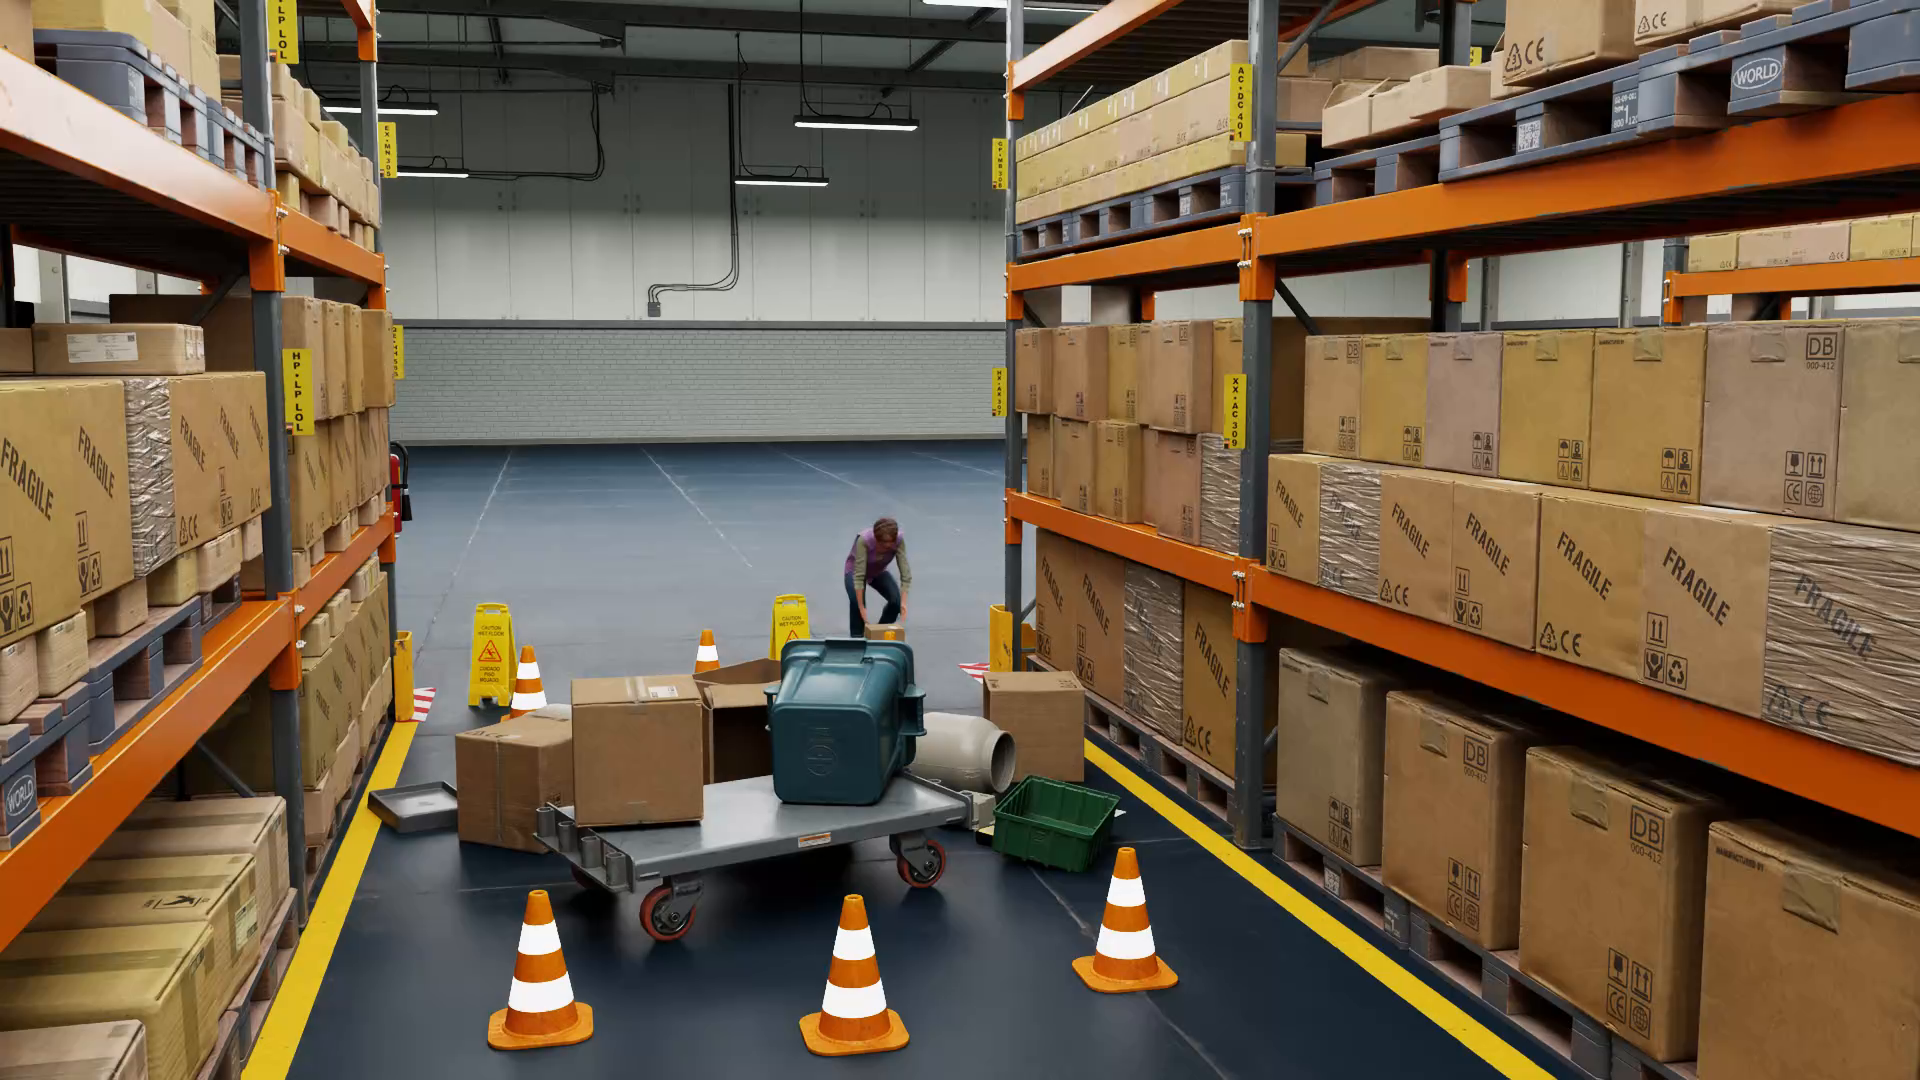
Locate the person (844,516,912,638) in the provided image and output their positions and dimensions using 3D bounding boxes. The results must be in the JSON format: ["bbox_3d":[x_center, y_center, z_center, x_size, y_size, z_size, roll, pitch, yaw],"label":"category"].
[{"bbox_3d":[-0.624,0.319,12.499,0.458,1.048,0.762,-2,7,-14],"label":"person"}]
